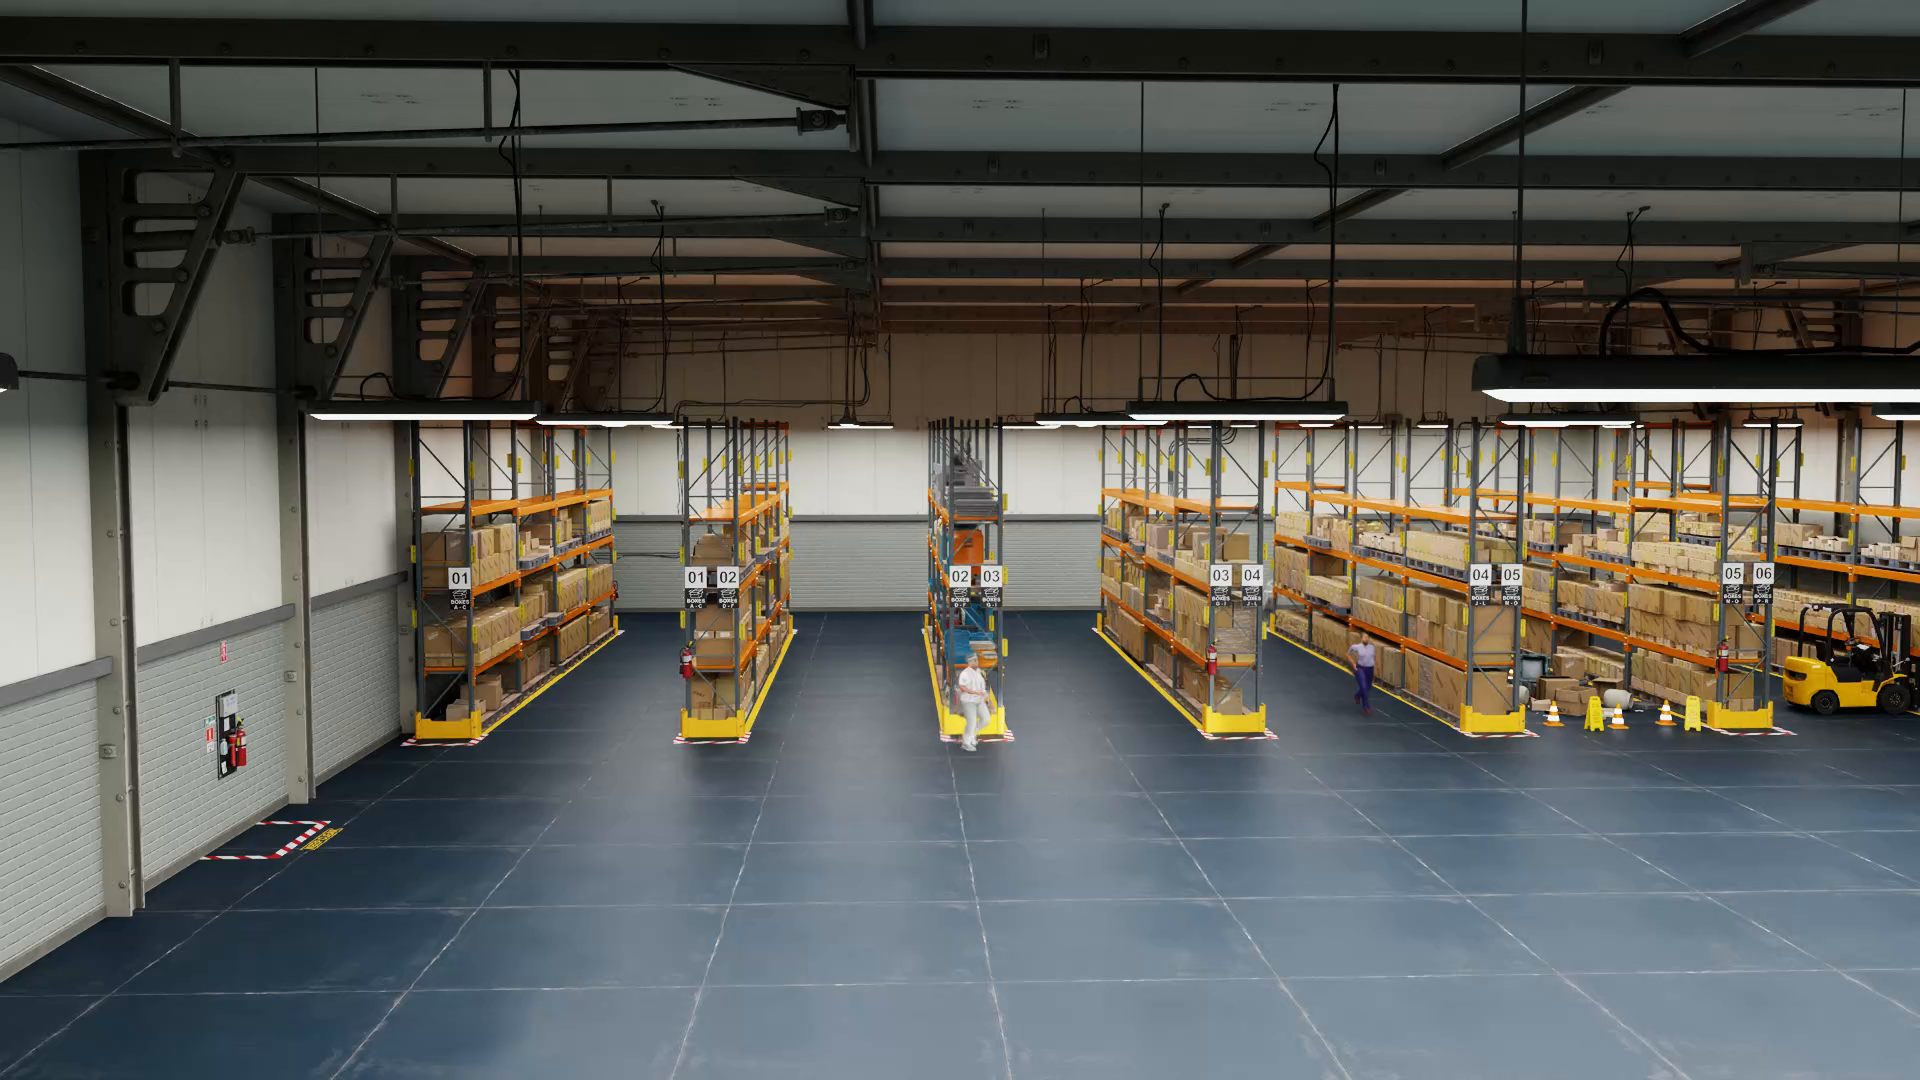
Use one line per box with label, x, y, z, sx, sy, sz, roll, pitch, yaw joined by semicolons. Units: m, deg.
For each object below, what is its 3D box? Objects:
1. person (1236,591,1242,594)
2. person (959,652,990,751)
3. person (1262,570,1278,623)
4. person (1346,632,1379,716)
person;7.743;1.875;45.928;0.646;1.735;0.563;0;4;0
person;0.278;2.900;29.917;0.576;1.766;0.686;3;5;42
person;9.191;1.721;48.785;0.674;1.728;0.586;-2;4;-25
person;8.223;2.713;33.912;0.608;1.634;0.890;-1;4;-17
